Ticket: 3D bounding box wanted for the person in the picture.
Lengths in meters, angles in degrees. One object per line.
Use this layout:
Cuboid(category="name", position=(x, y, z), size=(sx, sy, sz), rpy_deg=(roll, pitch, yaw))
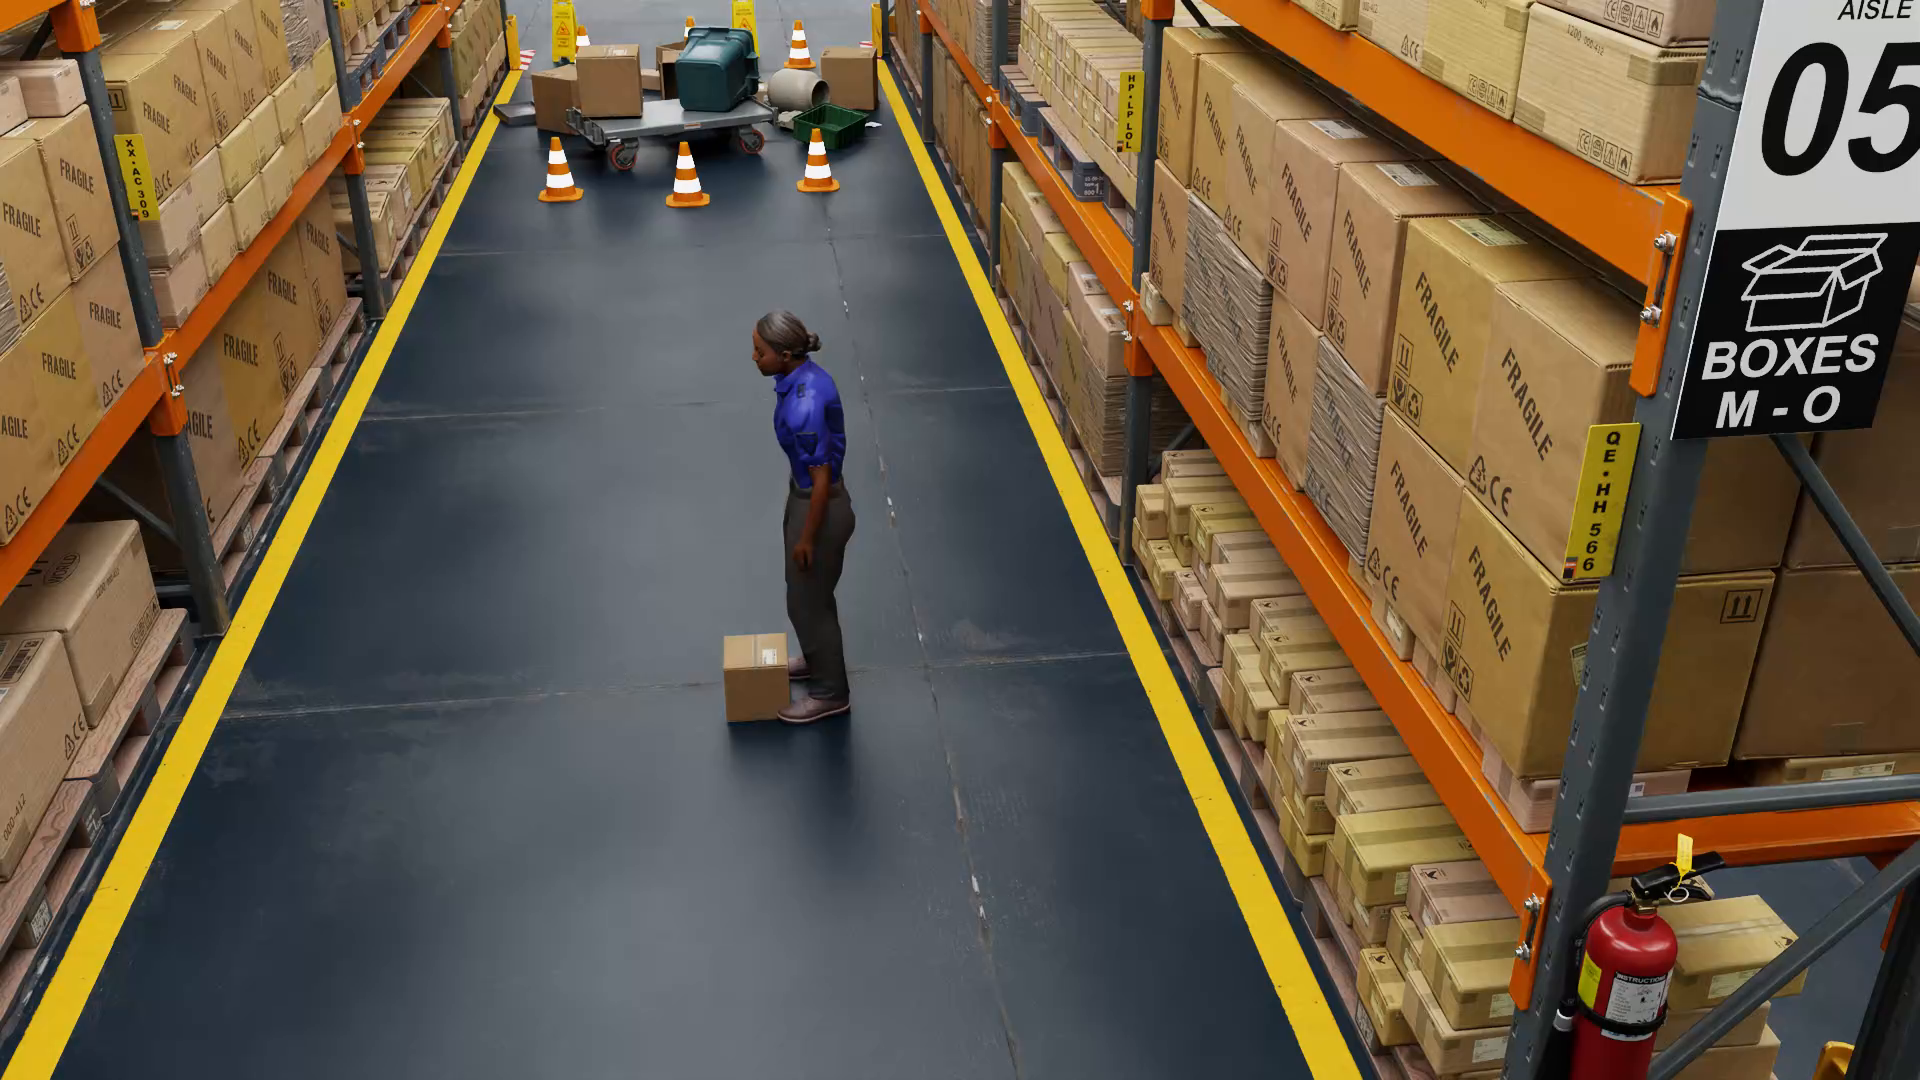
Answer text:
Cuboid(category="person", position=(-0.579, -0.100, 6.317), size=(0.352, 1.654, 0.512), rpy_deg=(-4, 28, -7))
